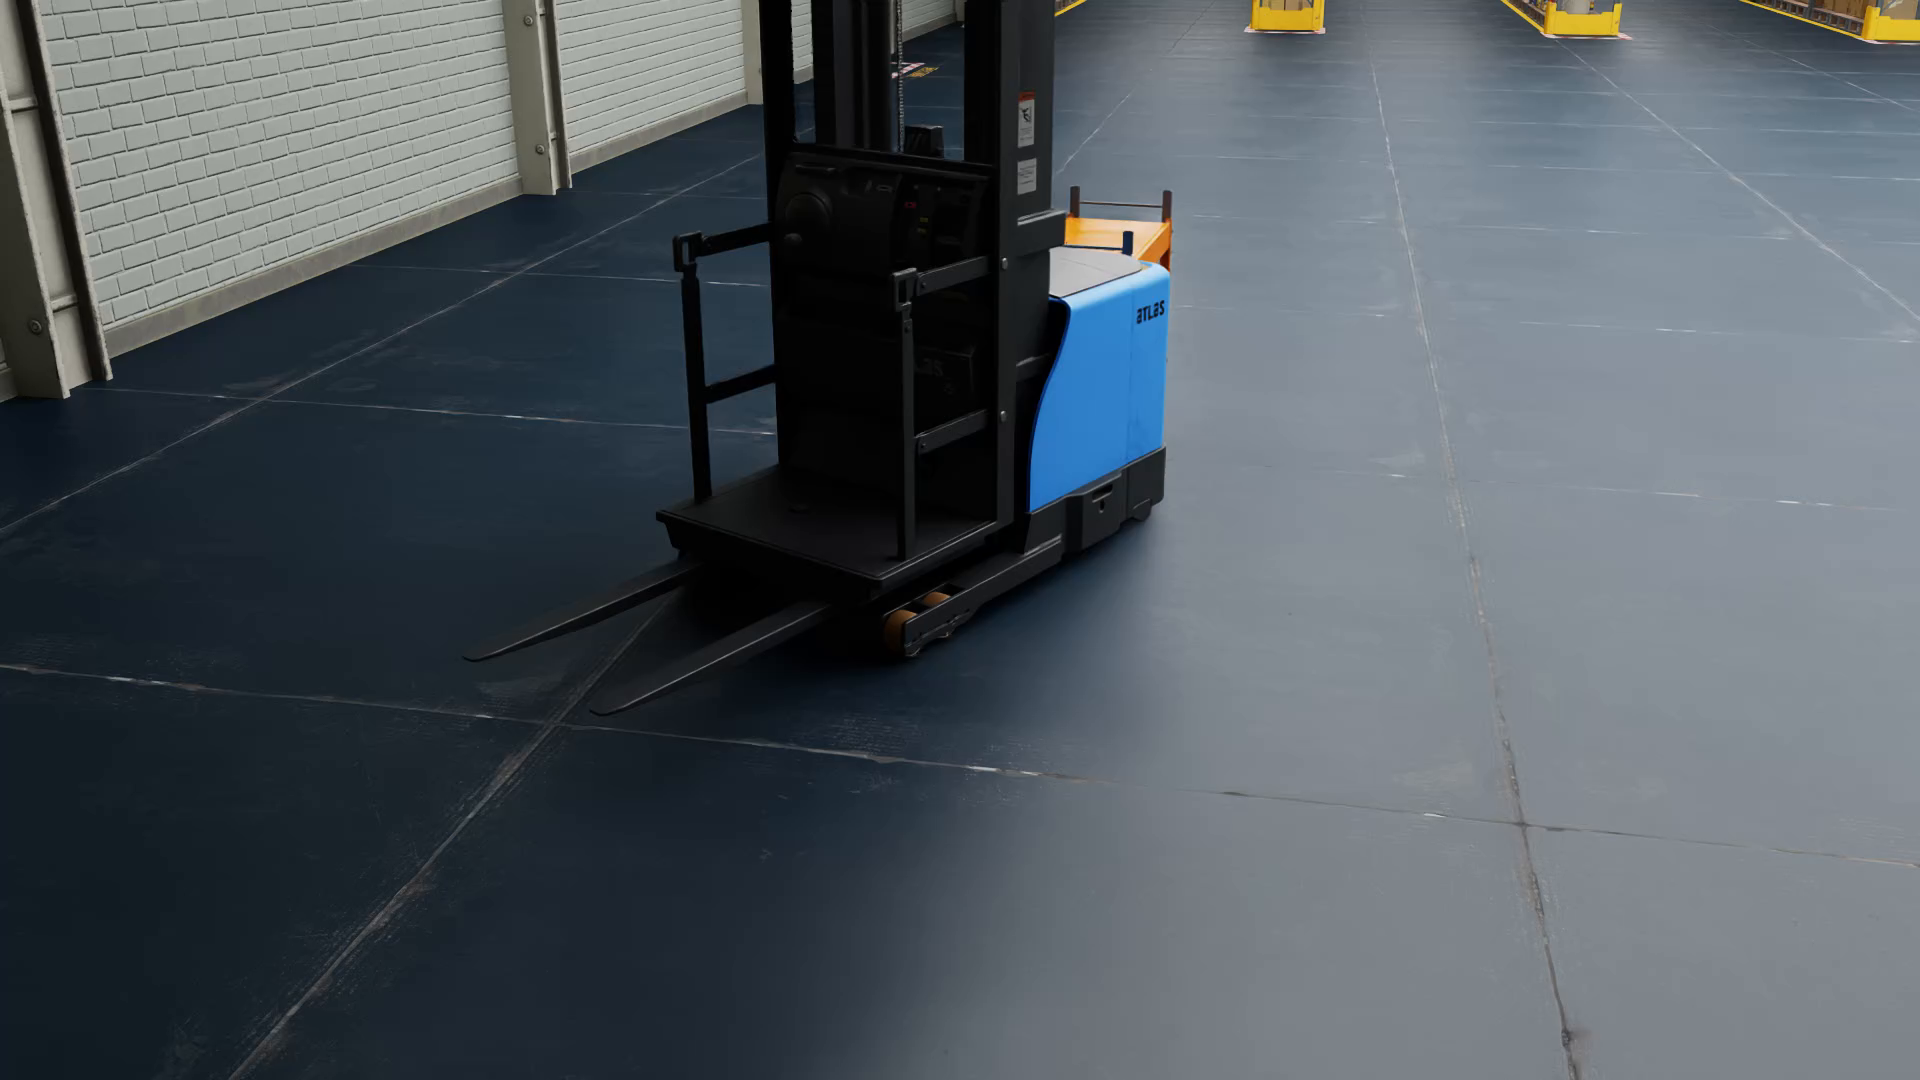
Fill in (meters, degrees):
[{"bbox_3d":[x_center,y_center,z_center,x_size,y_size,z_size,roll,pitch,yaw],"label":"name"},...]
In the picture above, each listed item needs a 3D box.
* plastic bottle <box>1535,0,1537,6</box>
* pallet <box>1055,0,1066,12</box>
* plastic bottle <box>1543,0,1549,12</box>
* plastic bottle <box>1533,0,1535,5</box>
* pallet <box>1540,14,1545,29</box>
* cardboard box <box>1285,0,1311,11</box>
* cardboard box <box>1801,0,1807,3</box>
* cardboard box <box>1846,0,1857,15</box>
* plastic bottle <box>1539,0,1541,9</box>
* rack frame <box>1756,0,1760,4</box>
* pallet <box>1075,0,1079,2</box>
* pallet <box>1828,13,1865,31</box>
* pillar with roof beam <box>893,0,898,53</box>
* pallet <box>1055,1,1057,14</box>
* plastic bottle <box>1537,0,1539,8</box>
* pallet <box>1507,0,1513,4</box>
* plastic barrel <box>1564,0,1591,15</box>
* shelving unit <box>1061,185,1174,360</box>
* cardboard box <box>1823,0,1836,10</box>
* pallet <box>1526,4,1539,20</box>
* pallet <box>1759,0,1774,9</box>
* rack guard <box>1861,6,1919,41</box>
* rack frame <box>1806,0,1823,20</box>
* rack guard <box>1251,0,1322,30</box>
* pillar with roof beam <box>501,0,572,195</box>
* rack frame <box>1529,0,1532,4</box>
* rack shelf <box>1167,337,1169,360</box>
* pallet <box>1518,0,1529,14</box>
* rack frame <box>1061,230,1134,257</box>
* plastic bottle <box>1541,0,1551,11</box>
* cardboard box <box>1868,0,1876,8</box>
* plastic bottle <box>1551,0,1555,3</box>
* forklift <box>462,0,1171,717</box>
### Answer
[{"bbox_3d":[10.713,-10.019,30.673,0.144,0.351,0.185,4,22,9],"label":"plastic bottle"},{"bbox_3d":[1.522,-10.590,32.866,1.003,0.211,1.213,4,22,11],"label":"pallet"},{"bbox_3d":[10.452,-9.525,29.645,0.097,0.201,0.097,0,22,0],"label":"plastic bottle"},{"bbox_3d":[10.789,-10.114,31.008,0.152,0.276,0.135,5,23,13],"label":"plastic bottle"},{"bbox_3d":[10.647,-8.948,28.789,1.003,0.211,1.213,4,22,11],"label":"pallet"},{"bbox_3d":[5.985,-9.391,29.275,0.500,0.250,0.500,4,22,11],"label":"cardboard box"},{"bbox_3d":[16.434,-10.439,31.516,0.700,0.500,0.500,4,22,11],"label":"cardboard box"},{"bbox_3d":[15.891,-9.448,29.081,0.500,0.500,0.500,2,22,6],"label":"cardboard box"},{"bbox_3d":[10.589,-9.796,30.118,0.144,0.351,0.185,5,23,13],"label":"plastic bottle"},{"bbox_3d":[16.988,-12.462,33.781,1.000,3.000,0.127,4,22,11],"label":"rack frame"},{"bbox_3d":[2.028,-11.571,35.301,1.003,0.211,1.213,4,22,11],"label":"pallet"},{"bbox_3d":[15.822,-9.010,28.942,1.003,0.211,1.213,4,22,11],"label":"pallet"},{"bbox_3d":[3.094,-11.251,22.744,9.100,9.000,0.400,4,22,11],"label":"pillar with roof beam"},{"bbox_3d":[1.275,-10.142,31.754,1.003,0.211,1.213,4,22,11],"label":"pallet"},{"bbox_3d":[10.633,-9.848,30.448,0.097,0.201,0.097,0,22,0],"label":"plastic bottle"},{"bbox_3d":[11.943,-11.266,34.543,1.003,0.211,1.213,4,22,11],"label":"pallet"},{"bbox_3d":[10.566,-9.201,28.452,0.421,0.512,0.421,0,22,0],"label":"plastic barrel"},{"bbox_3d":[0.644,-1.008,7.851,0.538,1.125,1.048,6,23,15],"label":"shelving unit"},{"bbox_3d":[16.051,-9.891,30.181,0.500,0.500,0.500,4,22,9],"label":"cardboard box"},{"bbox_3d":[11.145,-9.841,31.005,1.003,0.211,1.213,4,22,11],"label":"pallet"},{"bbox_3d":[16.827,-10.883,33.592,1.003,0.211,1.213,4,22,11],"label":"pallet"},{"bbox_3d":[15.371,-8.404,27.052,1.175,0.500,0.348,4,22,11],"label":"rack guard"},{"bbox_3d":[16.172,-10.999,30.149,1.000,3.000,0.127,4,22,11],"label":"rack frame"},{"bbox_3d":[5.653,-9.124,28.840,1.175,0.500,0.348,4,22,11],"label":"rack guard"},{"bbox_3d":[0.645,-6.862,11.847,9.100,9.000,0.400,4,22,11],"label":"pillar with roof beam"},{"bbox_3d":[11.323,-11.377,31.086,1.000,3.000,0.127,4,22,11],"label":"rack frame"},{"bbox_3d":[0.644,-0.781,7.942,0.538,0.278,1.000,6,23,15],"label":"rack shelf"},{"bbox_3d":[11.445,-10.373,32.327,1.003,0.211,1.213,4,22,11],"label":"pallet"},{"bbox_3d":[0.503,-0.826,7.398,0.500,1.125,0.032,6,23,15],"label":"rack frame"},{"bbox_3d":[10.530,-9.649,29.855,0.152,0.276,0.135,5,22,11],"label":"plastic bottle"},{"bbox_3d":[15.588,-9.020,28.018,0.500,0.500,0.500,11,24,25],"label":"cardboard box"},{"bbox_3d":[10.635,-9.645,29.834,0.061,0.283,0.133,4,22,11],"label":"plastic bottle"},{"bbox_3d":[-0.419,-1.155,5.799,1.130,2.935,3.031,16,27,34],"label":"forklift"}]
